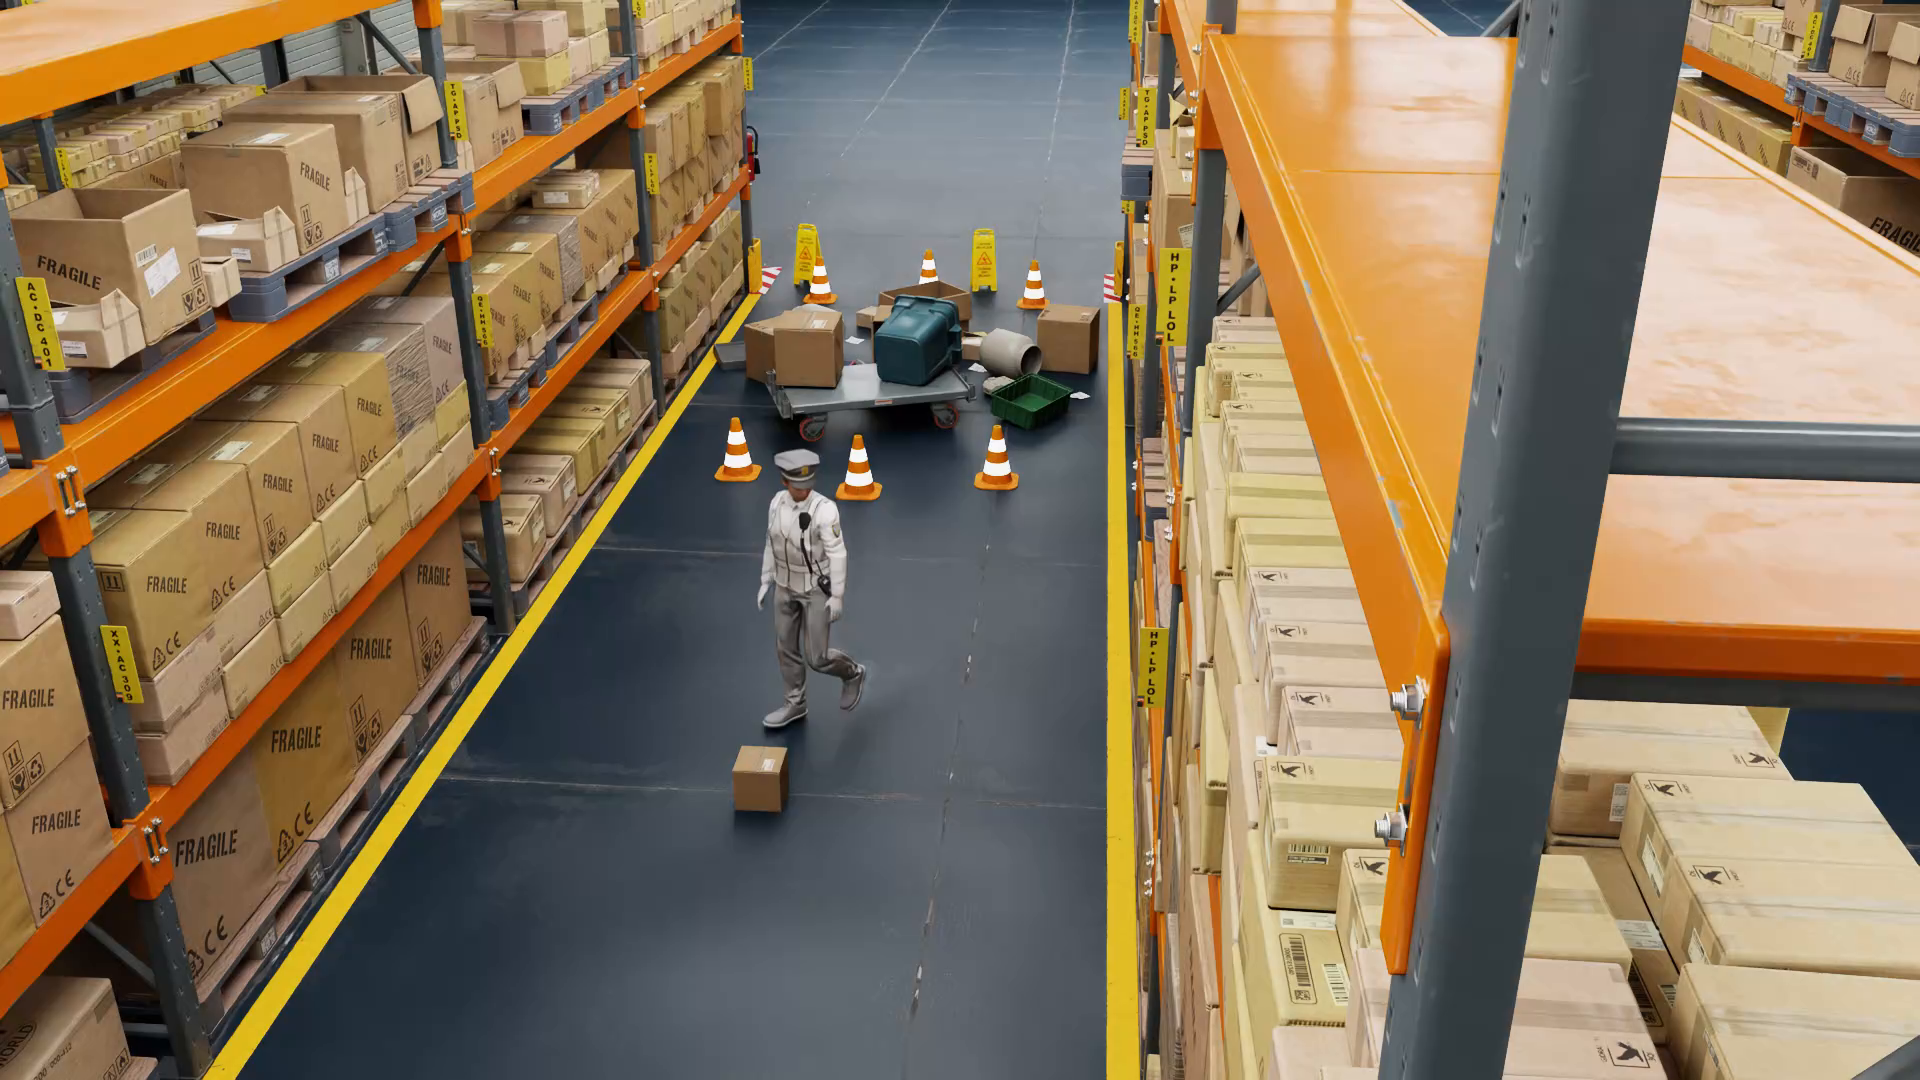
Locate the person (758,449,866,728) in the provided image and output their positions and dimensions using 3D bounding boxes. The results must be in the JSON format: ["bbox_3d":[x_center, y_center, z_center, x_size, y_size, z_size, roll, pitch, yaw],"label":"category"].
[{"bbox_3d":[-0.856,0.270,9.356,0.538,1.659,0.565,18,30,34],"label":"person"}]
